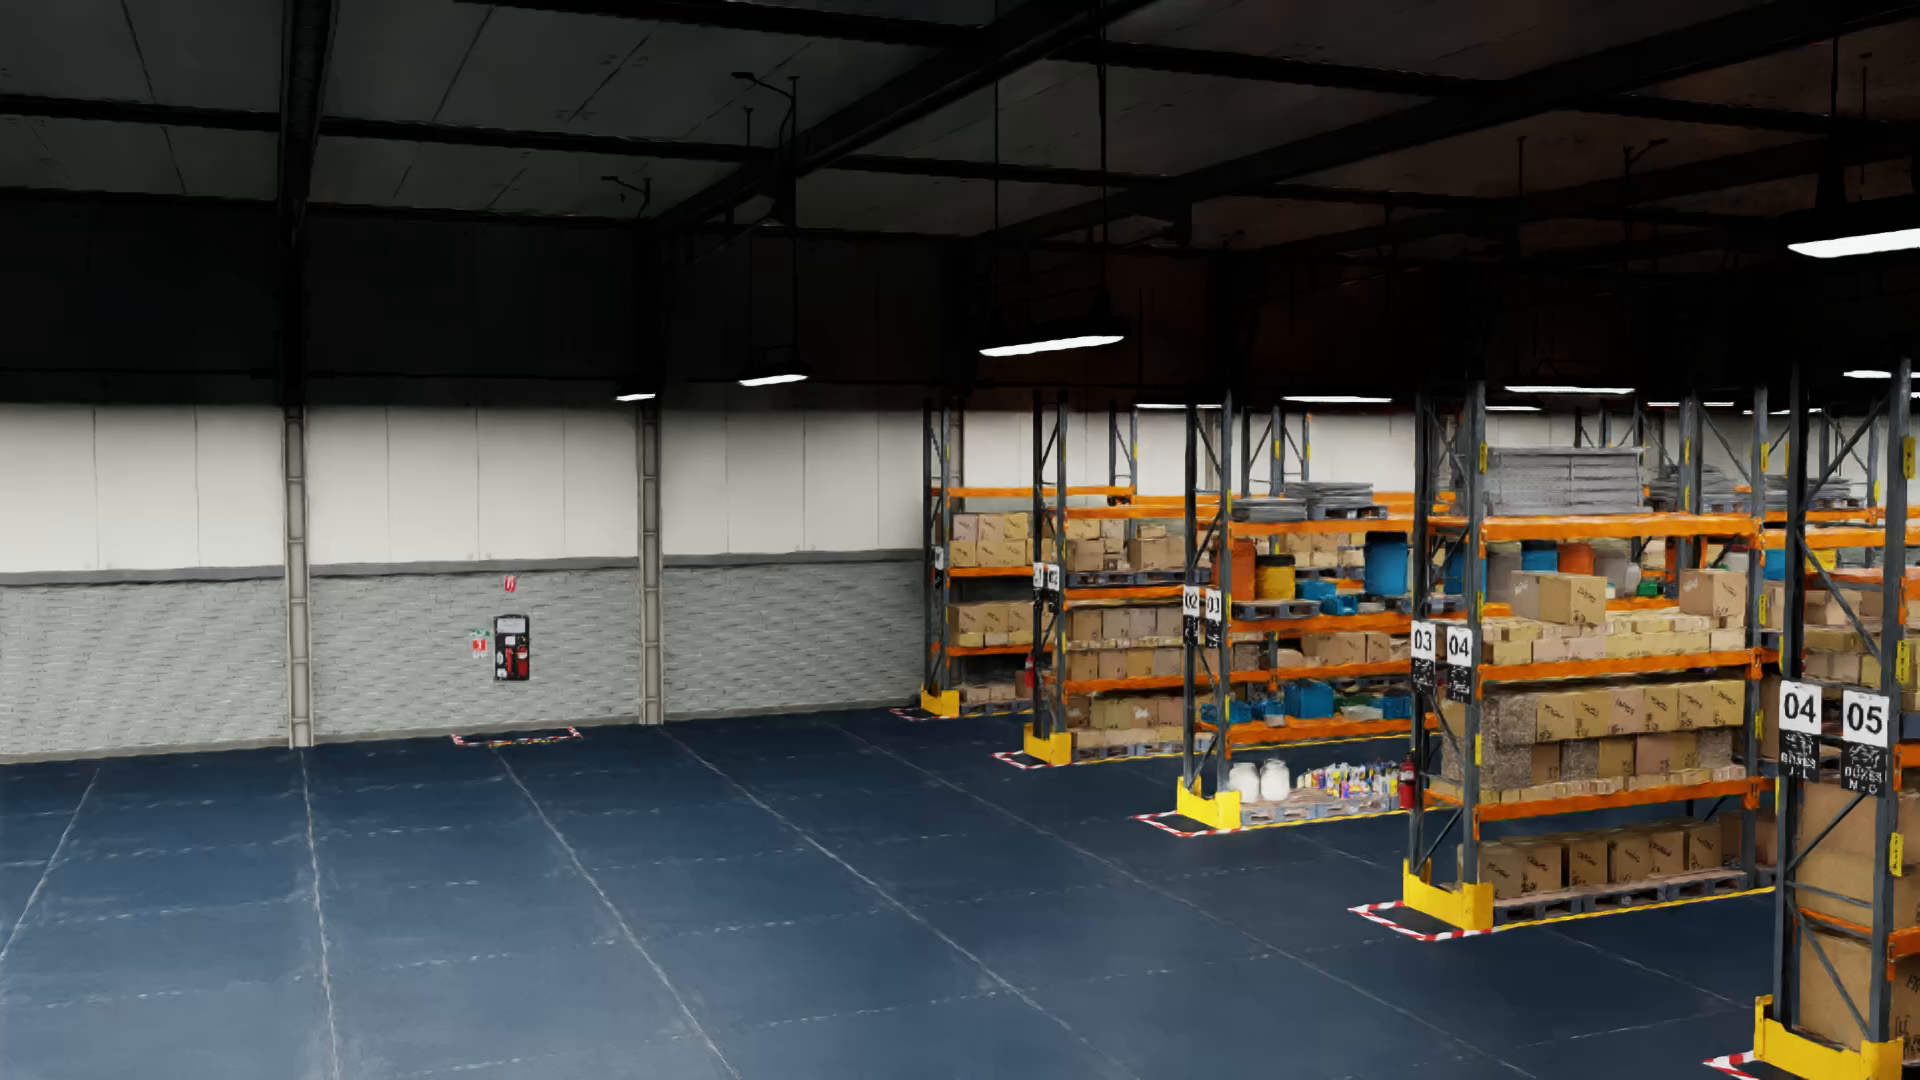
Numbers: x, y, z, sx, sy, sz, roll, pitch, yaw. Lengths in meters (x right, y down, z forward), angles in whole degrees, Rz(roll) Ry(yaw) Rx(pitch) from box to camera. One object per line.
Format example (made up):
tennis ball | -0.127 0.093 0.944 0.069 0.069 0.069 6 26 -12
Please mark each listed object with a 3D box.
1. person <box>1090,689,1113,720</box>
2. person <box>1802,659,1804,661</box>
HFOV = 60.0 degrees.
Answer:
person | 2.581 2.582 29.459 0.469 1.688 0.604 3 4 37
person | 16.179 2.537 31.631 0.820 1.527 0.560 -2 4 -27
